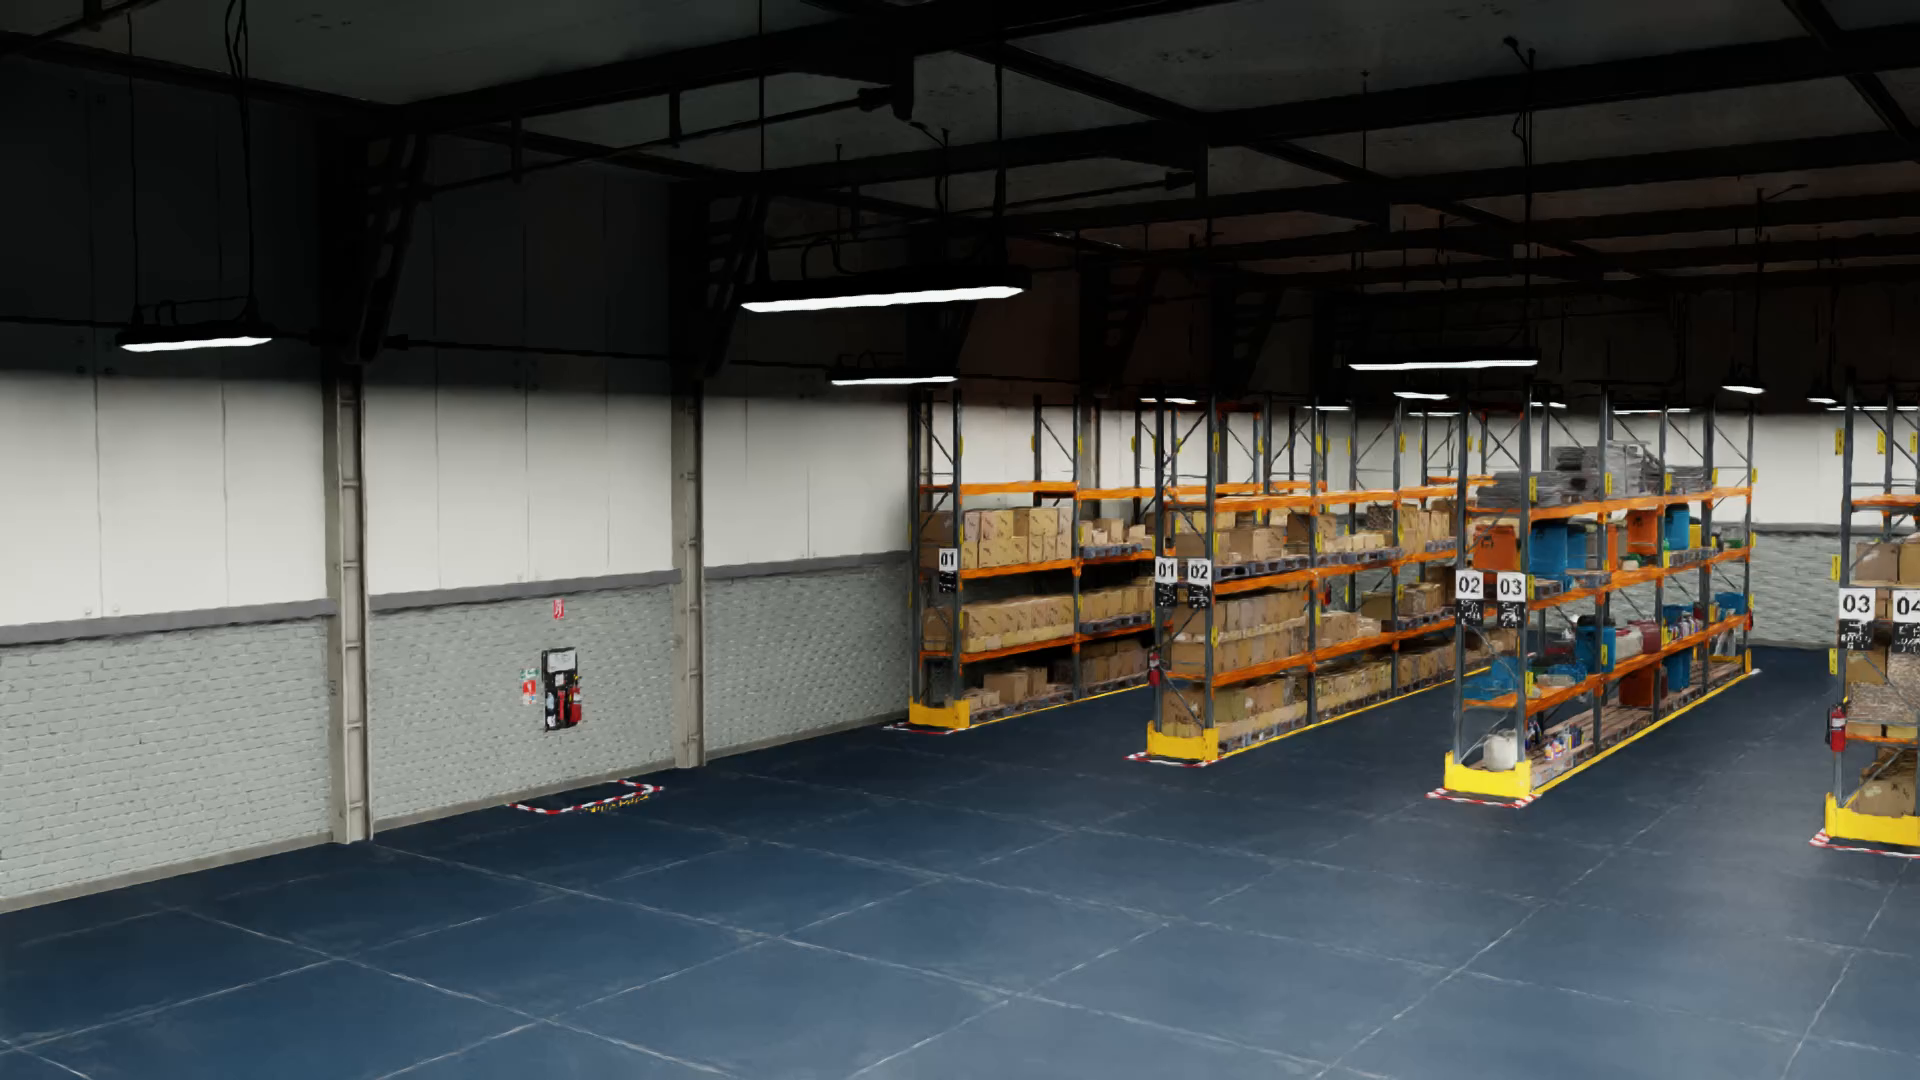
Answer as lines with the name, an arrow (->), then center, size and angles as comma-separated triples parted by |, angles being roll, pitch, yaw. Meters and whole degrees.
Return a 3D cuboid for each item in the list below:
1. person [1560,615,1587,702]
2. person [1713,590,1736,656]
person -> 11.979, 2.303, 32.367 | 0.677, 1.726, 0.574 | 2, 4, 34
person -> 17.631, 1.987, 38.316 | 0.651, 1.665, 0.431 | -1, 4, -22
